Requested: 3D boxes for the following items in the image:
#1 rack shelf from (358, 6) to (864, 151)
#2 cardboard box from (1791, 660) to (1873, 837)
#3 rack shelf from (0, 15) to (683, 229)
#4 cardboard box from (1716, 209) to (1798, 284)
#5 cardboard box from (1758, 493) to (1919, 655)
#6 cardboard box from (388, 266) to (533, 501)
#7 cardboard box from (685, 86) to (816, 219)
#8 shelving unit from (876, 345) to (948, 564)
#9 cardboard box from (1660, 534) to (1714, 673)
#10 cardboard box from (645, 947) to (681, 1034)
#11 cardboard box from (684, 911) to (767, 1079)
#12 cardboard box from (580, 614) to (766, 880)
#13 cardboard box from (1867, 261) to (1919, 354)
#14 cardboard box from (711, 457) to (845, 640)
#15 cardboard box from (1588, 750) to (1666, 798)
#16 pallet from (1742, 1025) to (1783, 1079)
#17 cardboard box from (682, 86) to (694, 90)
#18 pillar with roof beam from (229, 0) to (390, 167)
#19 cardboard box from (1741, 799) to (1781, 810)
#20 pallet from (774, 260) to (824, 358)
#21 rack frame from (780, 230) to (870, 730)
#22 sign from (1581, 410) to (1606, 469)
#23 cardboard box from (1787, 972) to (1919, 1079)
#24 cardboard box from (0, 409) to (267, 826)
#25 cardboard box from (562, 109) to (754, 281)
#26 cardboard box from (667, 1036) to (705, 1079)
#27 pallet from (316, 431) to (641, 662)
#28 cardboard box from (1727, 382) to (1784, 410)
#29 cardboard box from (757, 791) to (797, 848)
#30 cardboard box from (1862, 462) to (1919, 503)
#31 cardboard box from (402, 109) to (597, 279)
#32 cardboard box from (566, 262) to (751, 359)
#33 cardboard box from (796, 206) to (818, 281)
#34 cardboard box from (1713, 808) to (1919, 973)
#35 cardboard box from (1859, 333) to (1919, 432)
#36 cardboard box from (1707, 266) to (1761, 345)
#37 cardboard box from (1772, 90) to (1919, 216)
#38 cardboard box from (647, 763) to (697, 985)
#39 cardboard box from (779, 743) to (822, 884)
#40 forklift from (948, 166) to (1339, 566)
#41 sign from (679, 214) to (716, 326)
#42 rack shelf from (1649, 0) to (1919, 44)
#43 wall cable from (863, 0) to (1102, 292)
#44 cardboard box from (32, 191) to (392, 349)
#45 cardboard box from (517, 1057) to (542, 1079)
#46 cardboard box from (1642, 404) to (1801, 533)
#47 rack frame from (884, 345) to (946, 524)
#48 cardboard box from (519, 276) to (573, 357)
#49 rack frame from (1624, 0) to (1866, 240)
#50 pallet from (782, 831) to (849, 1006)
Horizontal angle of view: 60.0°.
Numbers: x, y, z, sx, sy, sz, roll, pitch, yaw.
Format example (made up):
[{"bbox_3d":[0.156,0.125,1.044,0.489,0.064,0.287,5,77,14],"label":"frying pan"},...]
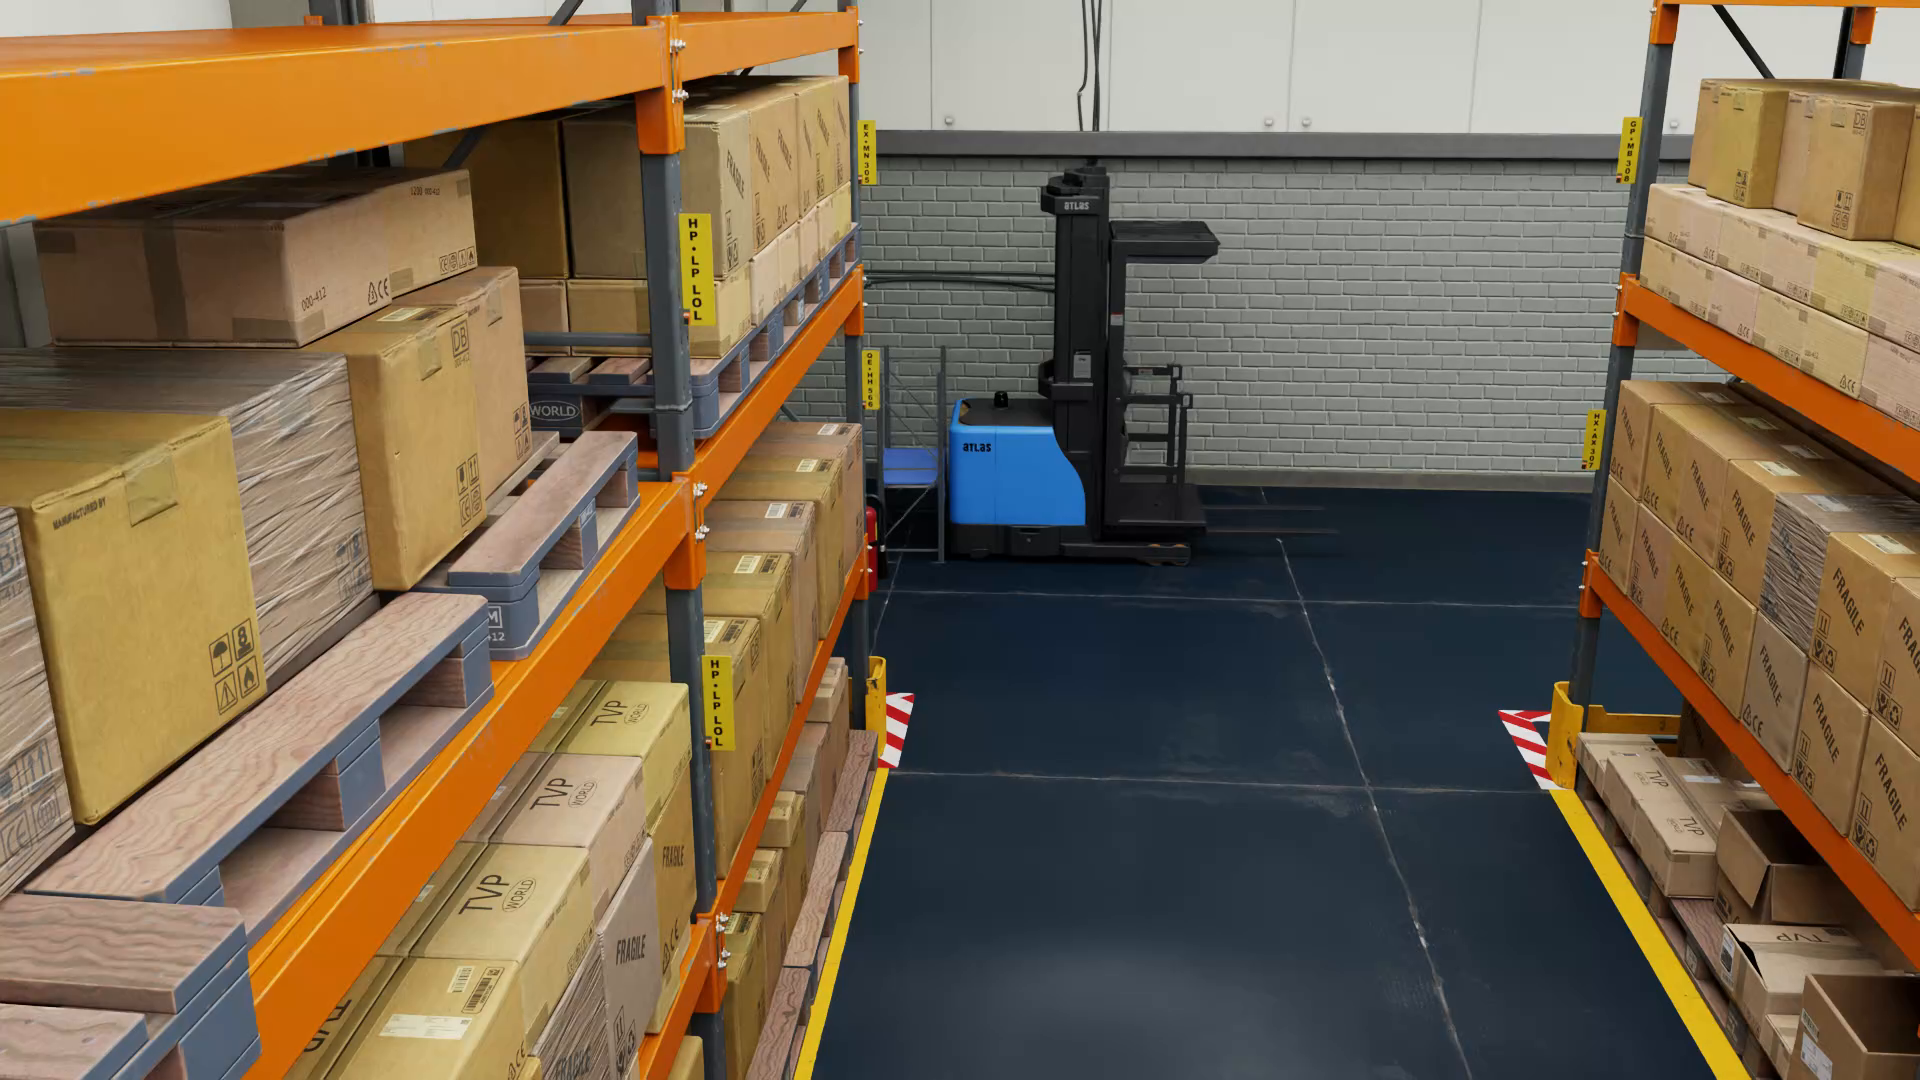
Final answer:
[{"bbox_3d":[-1.170,-1.917,6.619,1.077,0.370,4.000,1,18,4],"label":"rack shelf"},{"bbox_3d":[3.444,0.764,6.114,0.500,0.500,0.500,2,18,5],"label":"cardboard box"},{"bbox_3d":[-1.456,-0.675,2.828,1.077,0.370,4.000,1,18,4],"label":"rack shelf"},{"bbox_3d":[3.546,-1.237,7.002,0.500,0.250,0.500,1,18,4],"label":"cardboard box"},{"bbox_3d":[3.476,0.131,6.438,0.500,0.500,0.500,1,18,4],"label":"cardboard box"},{"bbox_3d":[-1.486,-0.388,4.105,0.700,0.500,0.500,0,18,1],"label":"cardboard box"},{"bbox_3d":[-0.882,-1.626,6.952,0.500,0.500,0.500,0,18,1],"label":"cardboard box"},{"bbox_3d":[-0.369,-0.694,13.132,0.538,1.500,1.048,0,18,1],"label":"shelving unit"},{"bbox_3d":[3.549,0.291,7.557,0.500,0.500,0.500,1,18,4],"label":"cardboard box"},{"bbox_3d":[-1.049,1.323,4.939,0.380,0.149,0.250,2,18,5],"label":"cardboard box"},{"bbox_3d":[-1.157,1.782,6.509,0.700,0.500,0.500,2,18,5],"label":"cardboard box"},{"bbox_3d":[-1.258,0.713,5.949,0.980,0.700,0.700,2,18,5],"label":"cardboard box"},{"bbox_3d":[3.431,-0.771,5.581,0.500,0.250,0.500,1,18,4],"label":"cardboard box"},{"bbox_3d":[-1.094,0.023,8.053,0.980,0.700,0.700,1,18,3],"label":"cardboard box"},{"bbox_3d":[3.524,1.228,8.703,0.380,0.166,0.250,1,18,4],"label":"cardboard box"},{"bbox_3d":[3.678,2.245,6.234,1.003,0.211,1.213,1,18,4],"label":"pallet"},{"bbox_3d":[-1.400,-1.635,6.979,0.500,0.500,0.500,1,18,4],"label":"cardboard box"},{"bbox_3d":[2.168,-1.968,4.978,9.100,9.000,0.400,1,18,4],"label":"pillar with roof beam"},{"bbox_3d":[4.024,1.457,7.870,0.500,0.250,0.500,1,18,4],"label":"cardboard box"},{"bbox_3d":[-1.154,-0.992,6.958,1.003,0.211,1.213,1,18,4],"label":"pallet"},{"bbox_3d":[-1.026,-0.219,9.275,1.000,3.000,0.127,1,18,4],"label":"rack frame"},{"bbox_3d":[3.374,-0.533,8.843,0.100,0.325,0.005,1,18,4],"label":"sign"},{"bbox_3d":[3.386,1.928,6.029,0.500,0.500,0.500,1,18,4],"label":"cardboard box"},{"bbox_3d":[-1.584,0.094,2.634,0.700,0.500,0.500,2,18,7],"label":"cardboard box"},{"bbox_3d":[-0.982,-1.150,5.498,0.500,0.500,0.500,1,18,3],"label":"cardboard box"},{"bbox_3d":[-1.230,2.050,5.128,0.750,0.750,0.750,1,18,5],"label":"cardboard box"},{"bbox_3d":[-1.330,-0.025,4.174,0.805,0.209,1.217,1,18,2],"label":"pallet"},{"bbox_3d":[4.157,-0.488,8.329,0.500,0.500,0.500,1,18,3],"label":"cardboard box"},{"bbox_3d":[-0.913,1.209,7.215,0.380,0.149,0.250,1,18,2],"label":"cardboard box"},{"bbox_3d":[4.052,-0.010,6.871,0.500,0.500,0.500,2,18,6],"label":"cardboard box"},{"bbox_3d":[-1.496,-1.157,5.520,0.500,0.500,0.500,1,18,3],"label":"cardboard box"},{"bbox_3d":[-1.001,-0.787,5.595,0.500,0.250,0.500,1,18,4],"label":"cardboard box"},{"bbox_3d":[-0.883,-1.264,7.051,0.500,0.250,0.500,1,18,2],"label":"cardboard box"},{"bbox_3d":[3.758,1.526,7.251,0.797,0.503,0.637,1,18,4],"label":"cardboard box"},{"bbox_3d":[3.444,-0.534,5.658,0.500,0.250,0.500,1,18,4],"label":"cardboard box"},{"bbox_3d":[3.541,-1.000,7.080,0.500,0.250,0.500,1,18,4],"label":"cardboard box"},{"bbox_3d":[3.845,-1.587,6.865,0.700,0.500,0.500,1,18,4],"label":"cardboard box"},{"bbox_3d":[-1.095,0.974,4.963,0.500,0.500,0.500,1,18,3],"label":"cardboard box"},{"bbox_3d":[-1.048,1.300,7.977,0.700,0.500,0.500,1,18,2],"label":"cardboard box"},{"bbox_3d":[1.436,-1.362,12.873,3.031,2.935,1.130,1,18,3],"label":"forklift"},{"bbox_3d":[-0.771,-0.788,4.859,0.100,0.325,0.005,1,18,4],"label":"sign"},{"bbox_3d":[3.771,-1.996,6.223,1.077,0.370,4.000,1,18,4],"label":"rack shelf"},{"bbox_3d":[-0.264,-3.343,14.160,3.097,2.526,0.112,1,18,4],"label":"wall cable"},{"bbox_3d":[-1.532,-0.573,3.466,0.500,0.250,0.500,1,18,2],"label":"cardboard box"},{"bbox_3d":[-1.197,1.444,3.530,0.500,0.500,0.500,2,18,5],"label":"cardboard box"},{"bbox_3d":[3.590,-0.338,7.871,0.500,0.500,0.500,1,18,4],"label":"cardboard box"},{"bbox_3d":[-0.364,-0.852,13.615,0.500,1.500,0.032,0,18,1],"label":"rack frame"},{"bbox_3d":[-1.498,-0.796,5.623,0.500,0.250,0.500,1,18,4],"label":"cardboard box"},{"bbox_3d":[3.915,-2.961,8.006,1.000,3.000,0.127,1,18,4],"label":"rack frame"},{"bbox_3d":[-1.096,1.734,7.792,1.003,0.211,1.213,1,18,4],"label":"pallet"}]
